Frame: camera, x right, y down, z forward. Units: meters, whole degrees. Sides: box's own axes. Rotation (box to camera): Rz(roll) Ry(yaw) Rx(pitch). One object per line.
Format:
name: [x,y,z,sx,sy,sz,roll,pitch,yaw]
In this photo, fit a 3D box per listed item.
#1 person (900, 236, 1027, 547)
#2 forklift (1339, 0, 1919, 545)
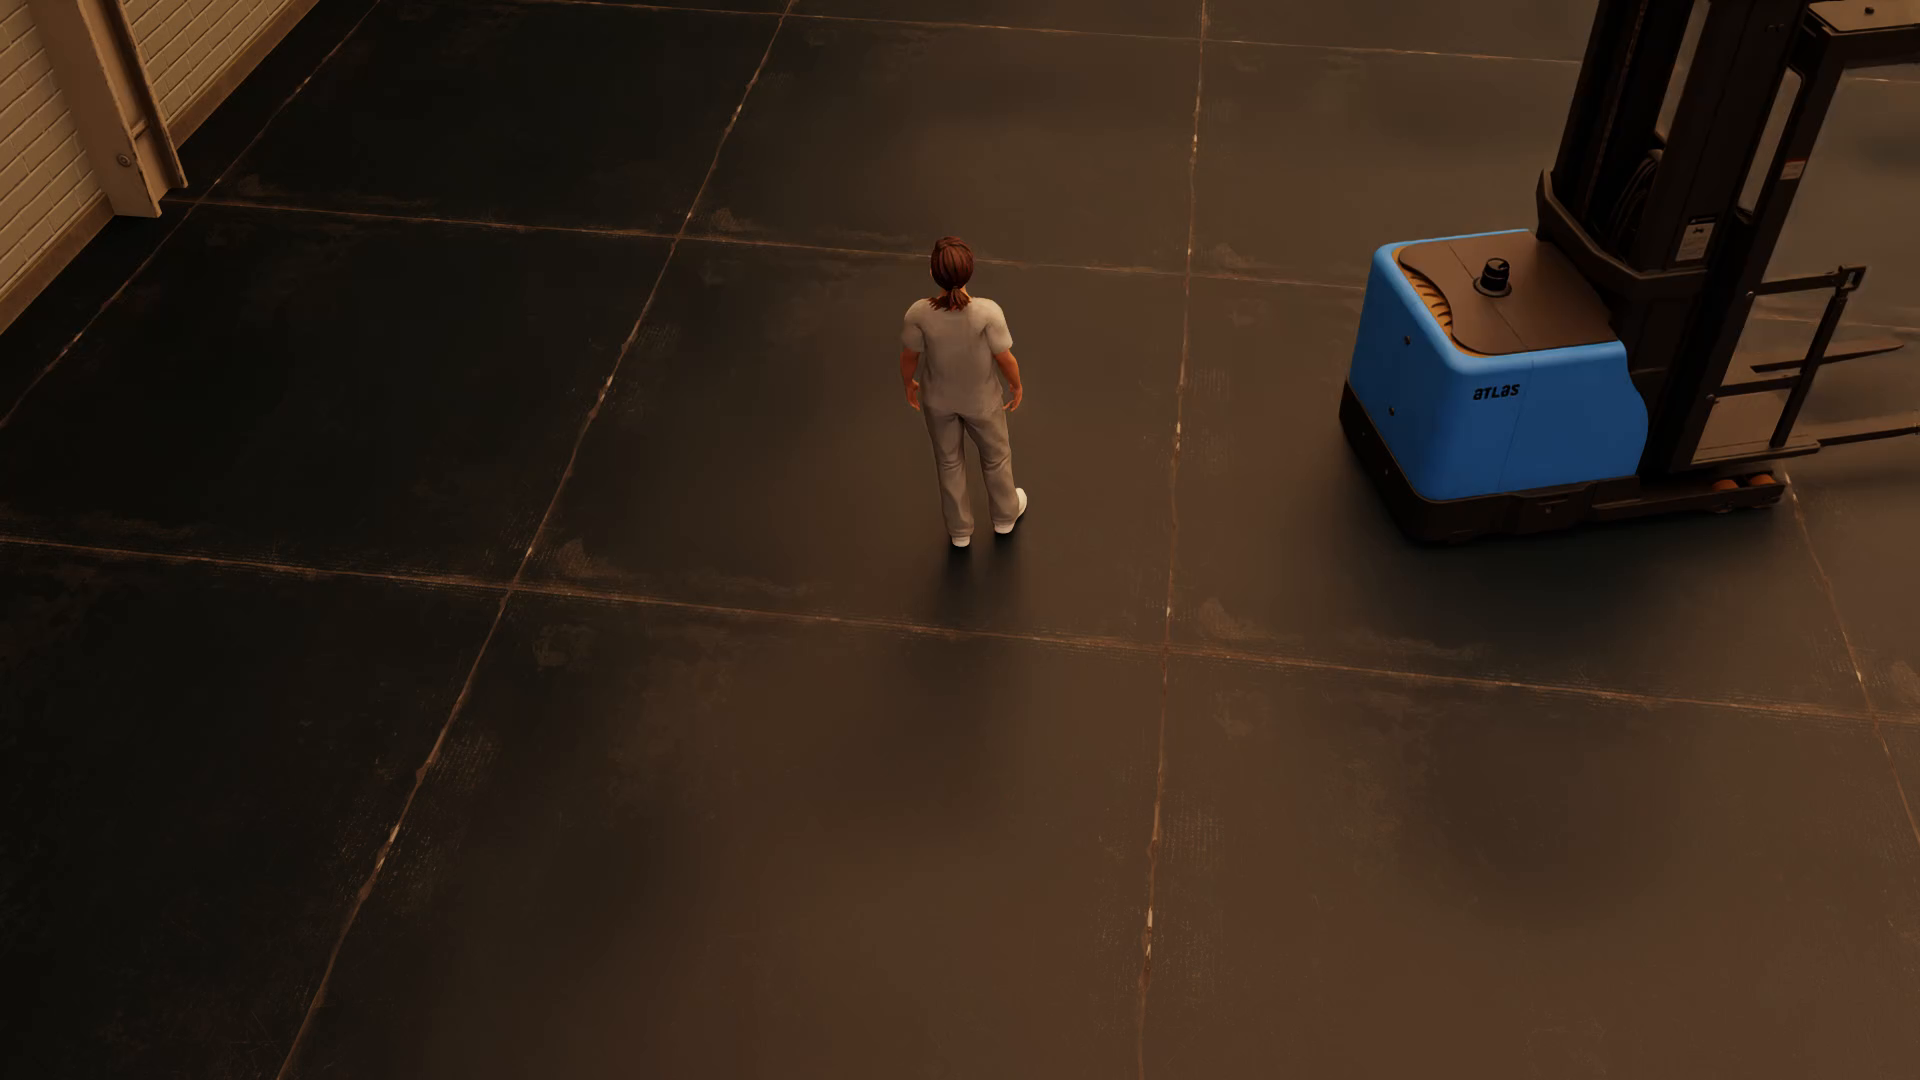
person: [0.023,-0.671,7.371,0.549,1.675,0.549,5,43,6]
forklift: [3.496,-1.553,7.415,3.031,2.935,1.130,-8,43,-8]
